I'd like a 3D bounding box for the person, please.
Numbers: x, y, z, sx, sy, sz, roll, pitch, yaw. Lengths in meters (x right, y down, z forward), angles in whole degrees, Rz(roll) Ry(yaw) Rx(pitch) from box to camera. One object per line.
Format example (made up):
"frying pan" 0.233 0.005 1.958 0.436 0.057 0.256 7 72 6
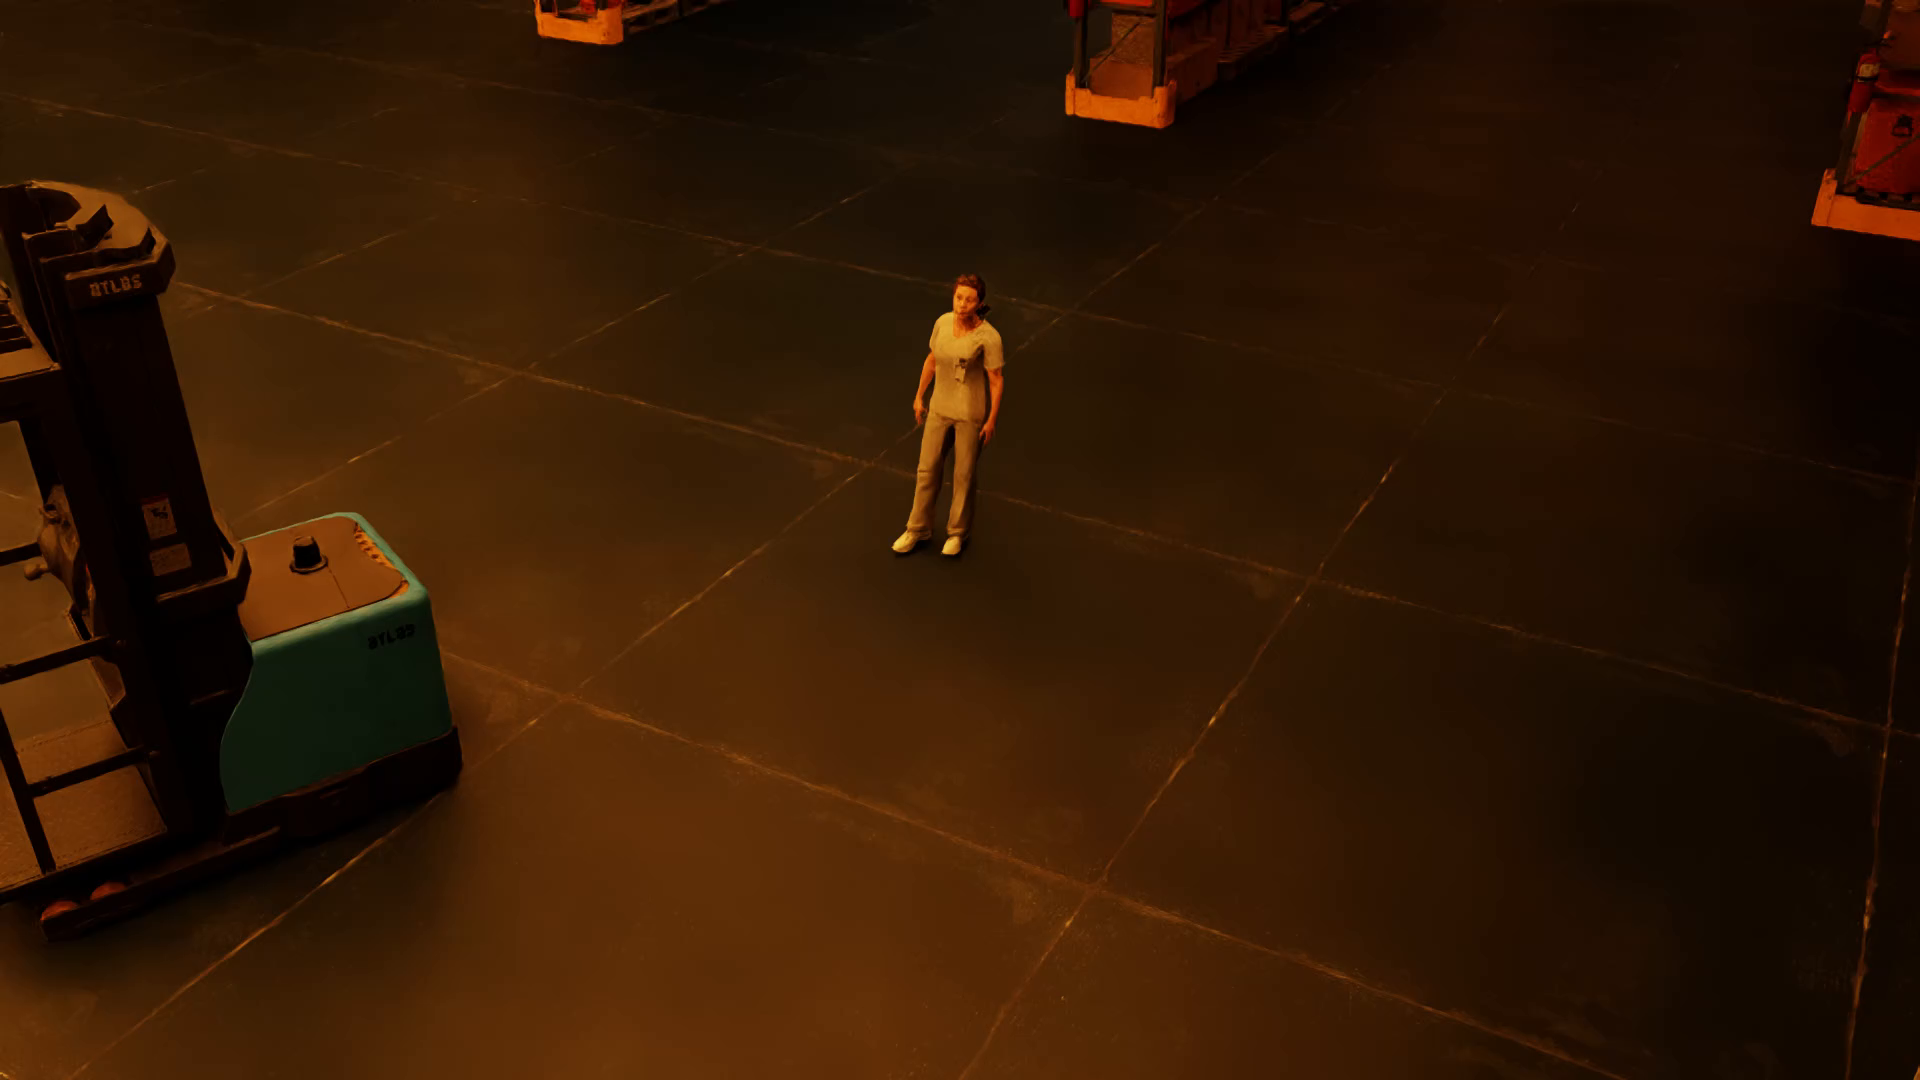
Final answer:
"person" -0.047 -0.703 9.530 0.550 1.674 0.548 15 33 25

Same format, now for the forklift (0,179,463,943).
"forklift" -3.874 0.129 6.847 3.031 2.935 1.130 -20 36 -31
